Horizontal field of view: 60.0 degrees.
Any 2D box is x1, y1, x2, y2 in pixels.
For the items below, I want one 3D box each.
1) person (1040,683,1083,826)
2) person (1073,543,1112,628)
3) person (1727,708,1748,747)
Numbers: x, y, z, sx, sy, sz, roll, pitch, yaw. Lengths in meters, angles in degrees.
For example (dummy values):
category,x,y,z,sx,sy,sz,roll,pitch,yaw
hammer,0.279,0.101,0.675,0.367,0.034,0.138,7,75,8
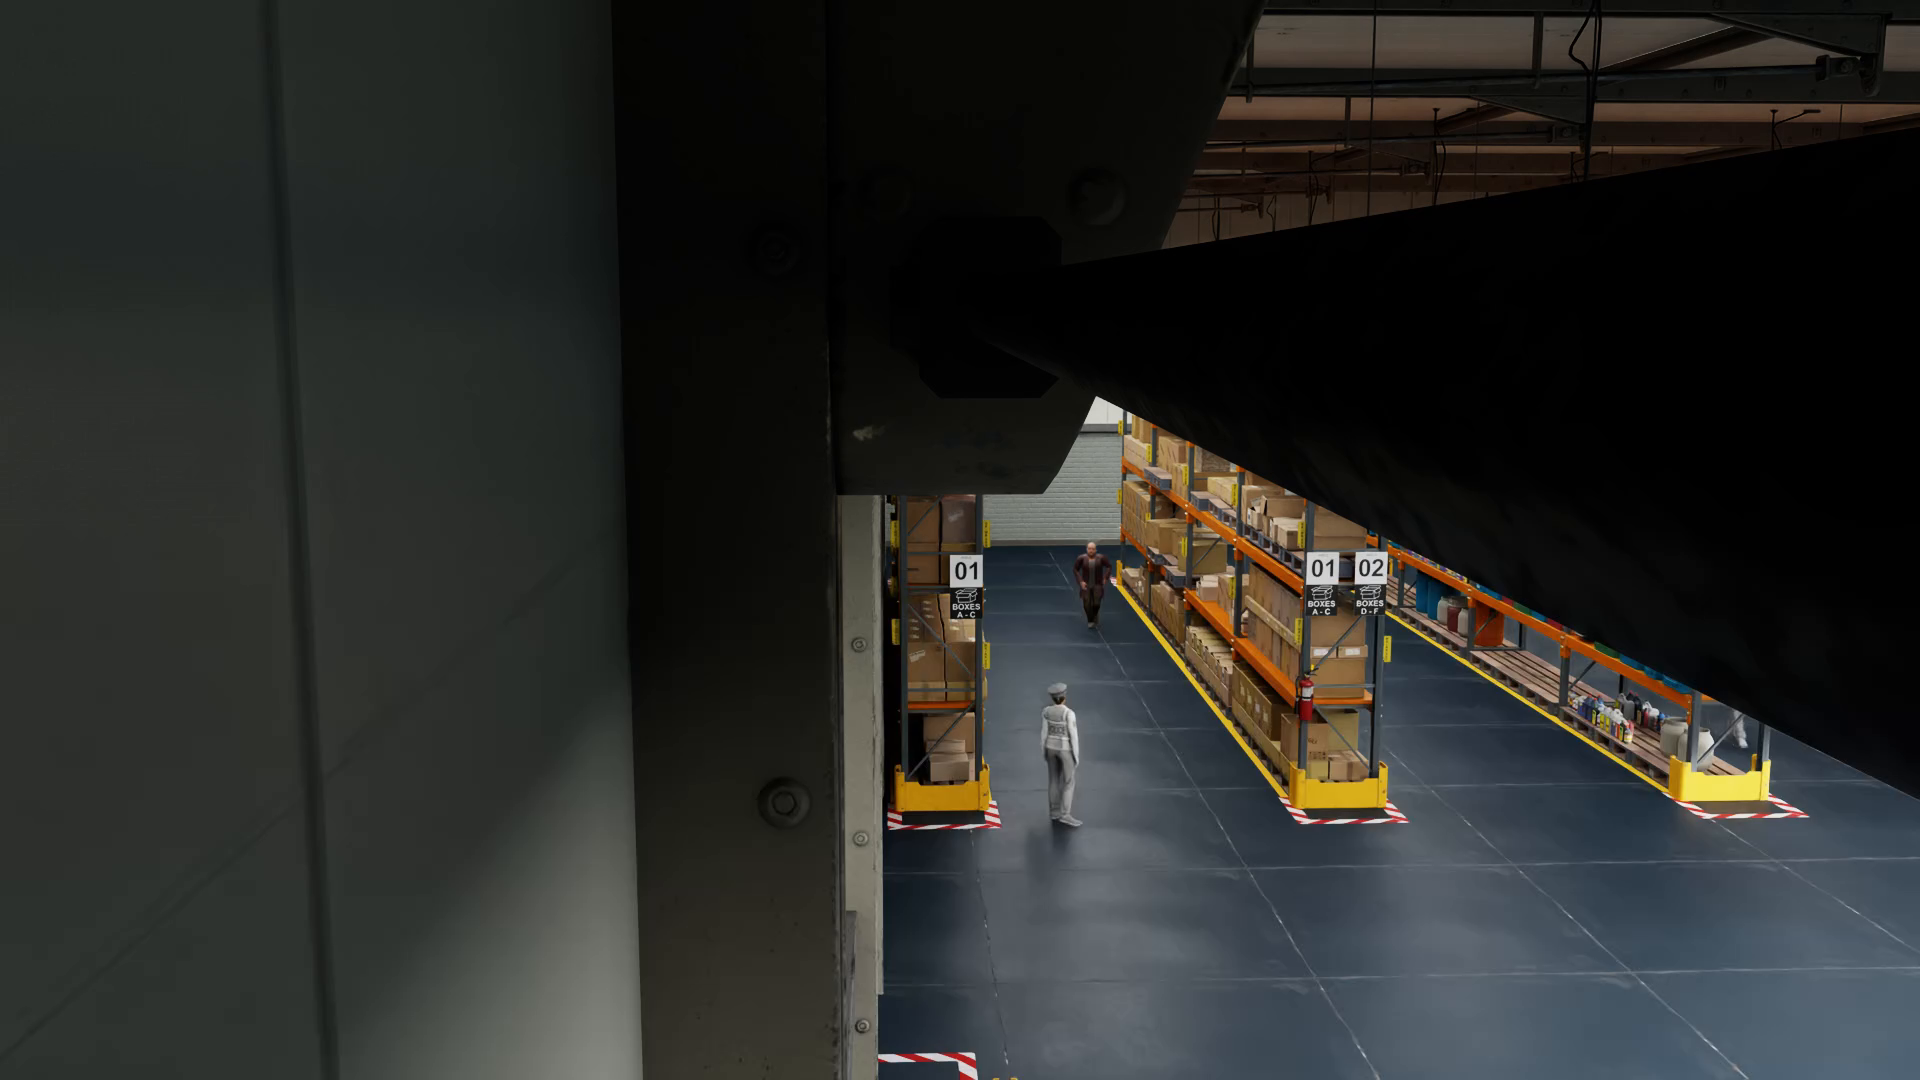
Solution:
category,x,y,z,sx,sy,sz,roll,pitch,yaw
person,1.238,2.573,20.064,0.631,1.680,0.394,5,10,31
person,2.514,0.856,31.603,0.745,1.685,0.654,1,8,6
person,11.088,2.044,23.528,0.456,1.637,0.864,1,8,6
